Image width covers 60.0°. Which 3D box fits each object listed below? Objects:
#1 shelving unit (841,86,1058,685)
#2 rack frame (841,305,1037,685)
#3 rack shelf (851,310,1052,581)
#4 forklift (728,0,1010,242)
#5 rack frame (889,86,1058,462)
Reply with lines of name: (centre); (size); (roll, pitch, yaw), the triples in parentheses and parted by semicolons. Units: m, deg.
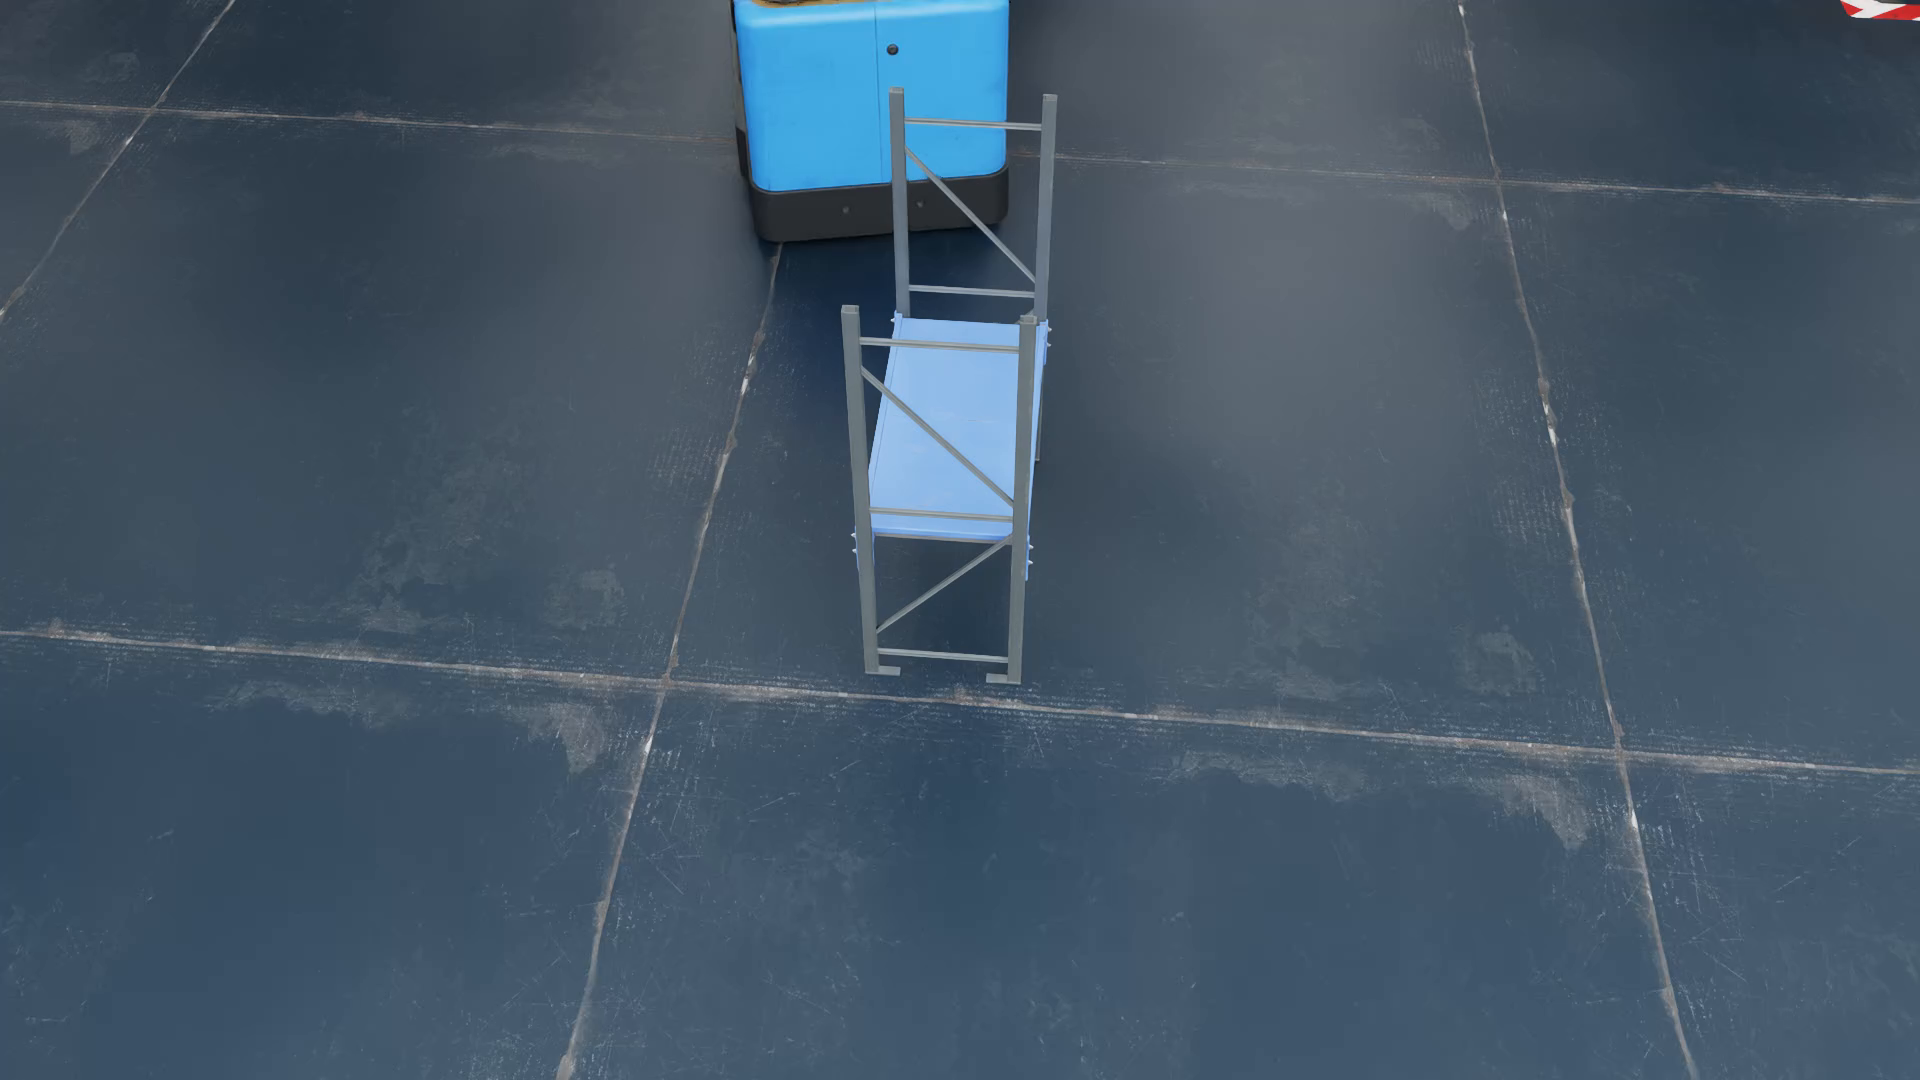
shelving unit: (-0.008, -0.443, 5.139); (0.538, 1.500, 1.048); (4, 48, 4)
rack frame: (-0.054, -0.070, 4.798); (0.500, 1.500, 0.032); (4, 48, 4)
rack shelf: (-0.008, -0.322, 5.272); (0.538, 0.185, 1.000); (4, 48, 4)
forklift: (-0.510, -3.299, 6.781); (1.130, 2.935, 3.031); (-6, 48, -5)
rack frame: (0.039, -0.817, 5.481); (0.500, 1.500, 0.032); (4, 48, 4)
